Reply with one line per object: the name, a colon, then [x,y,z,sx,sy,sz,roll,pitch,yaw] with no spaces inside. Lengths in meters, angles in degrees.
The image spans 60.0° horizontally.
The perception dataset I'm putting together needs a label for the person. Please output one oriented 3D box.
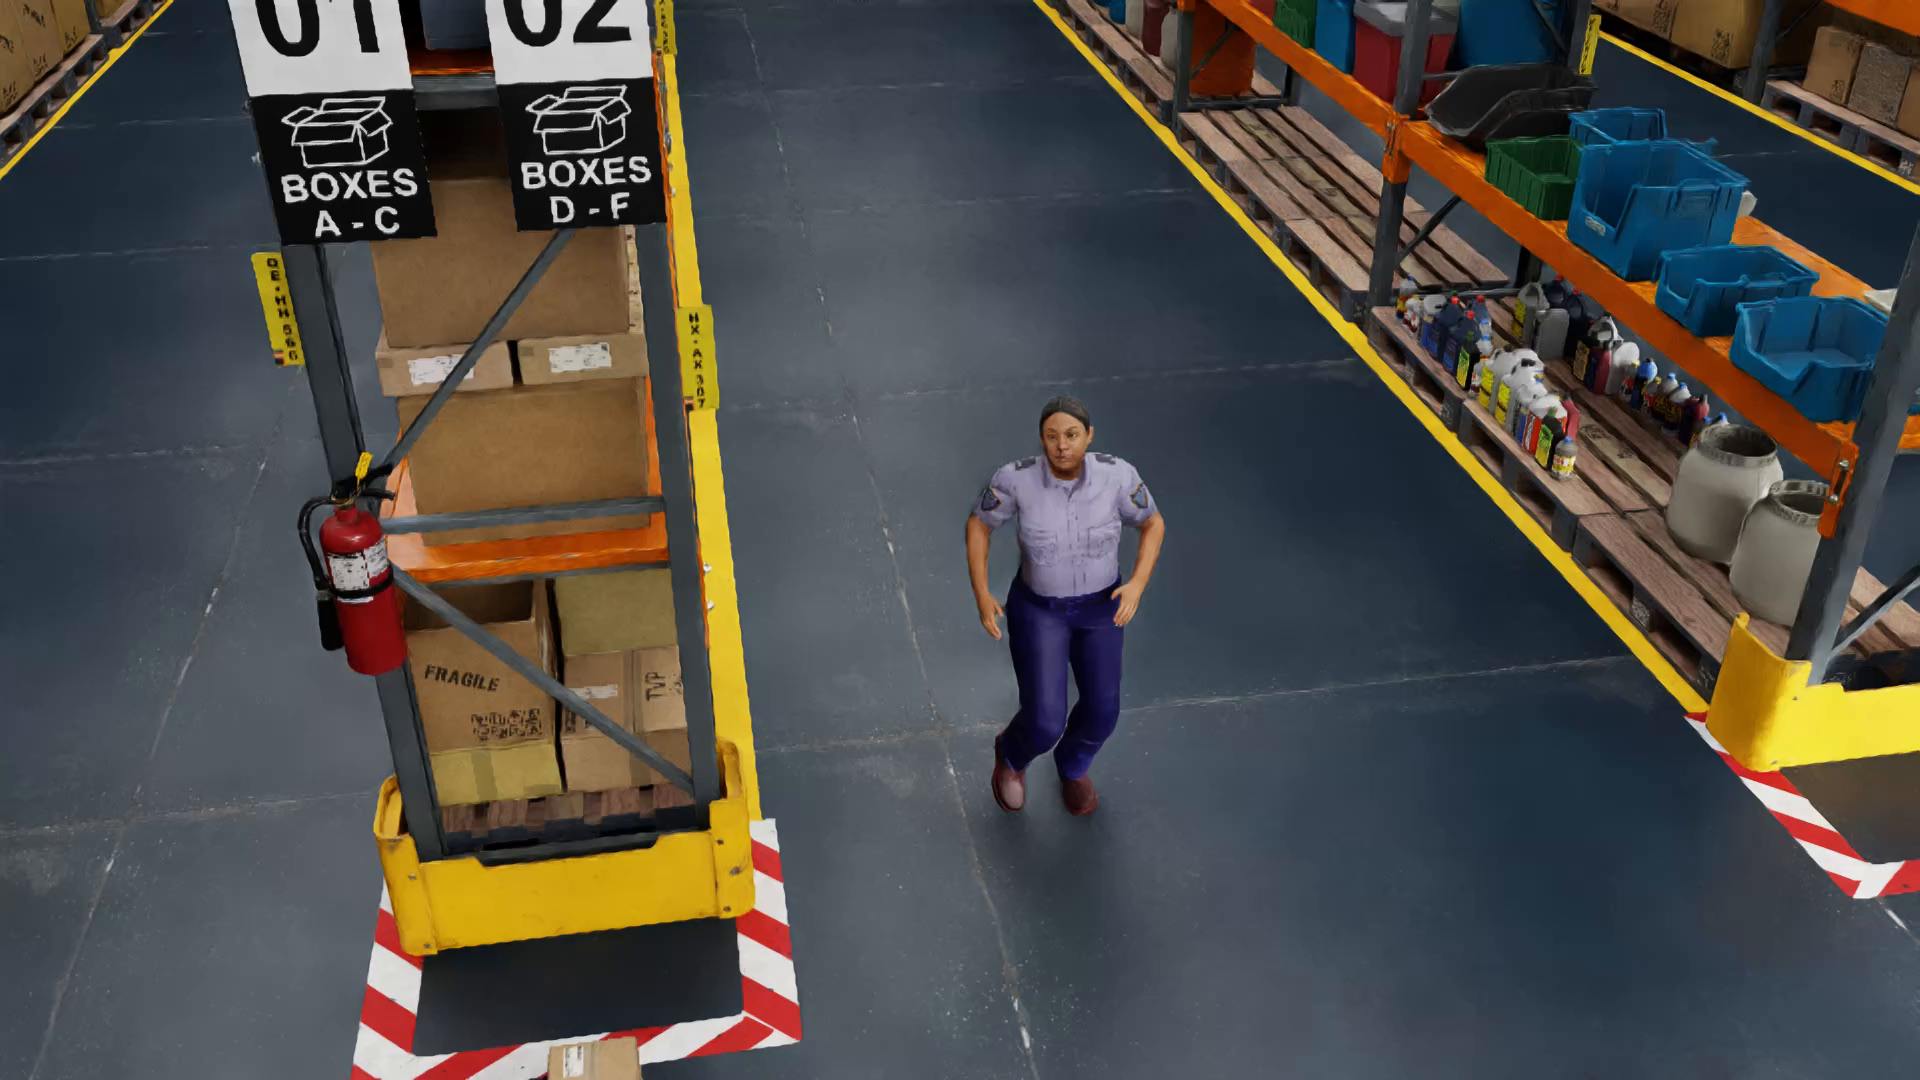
person: [0.389,0.266,5.745,0.665,1.607,0.530,-7,32,-12]
